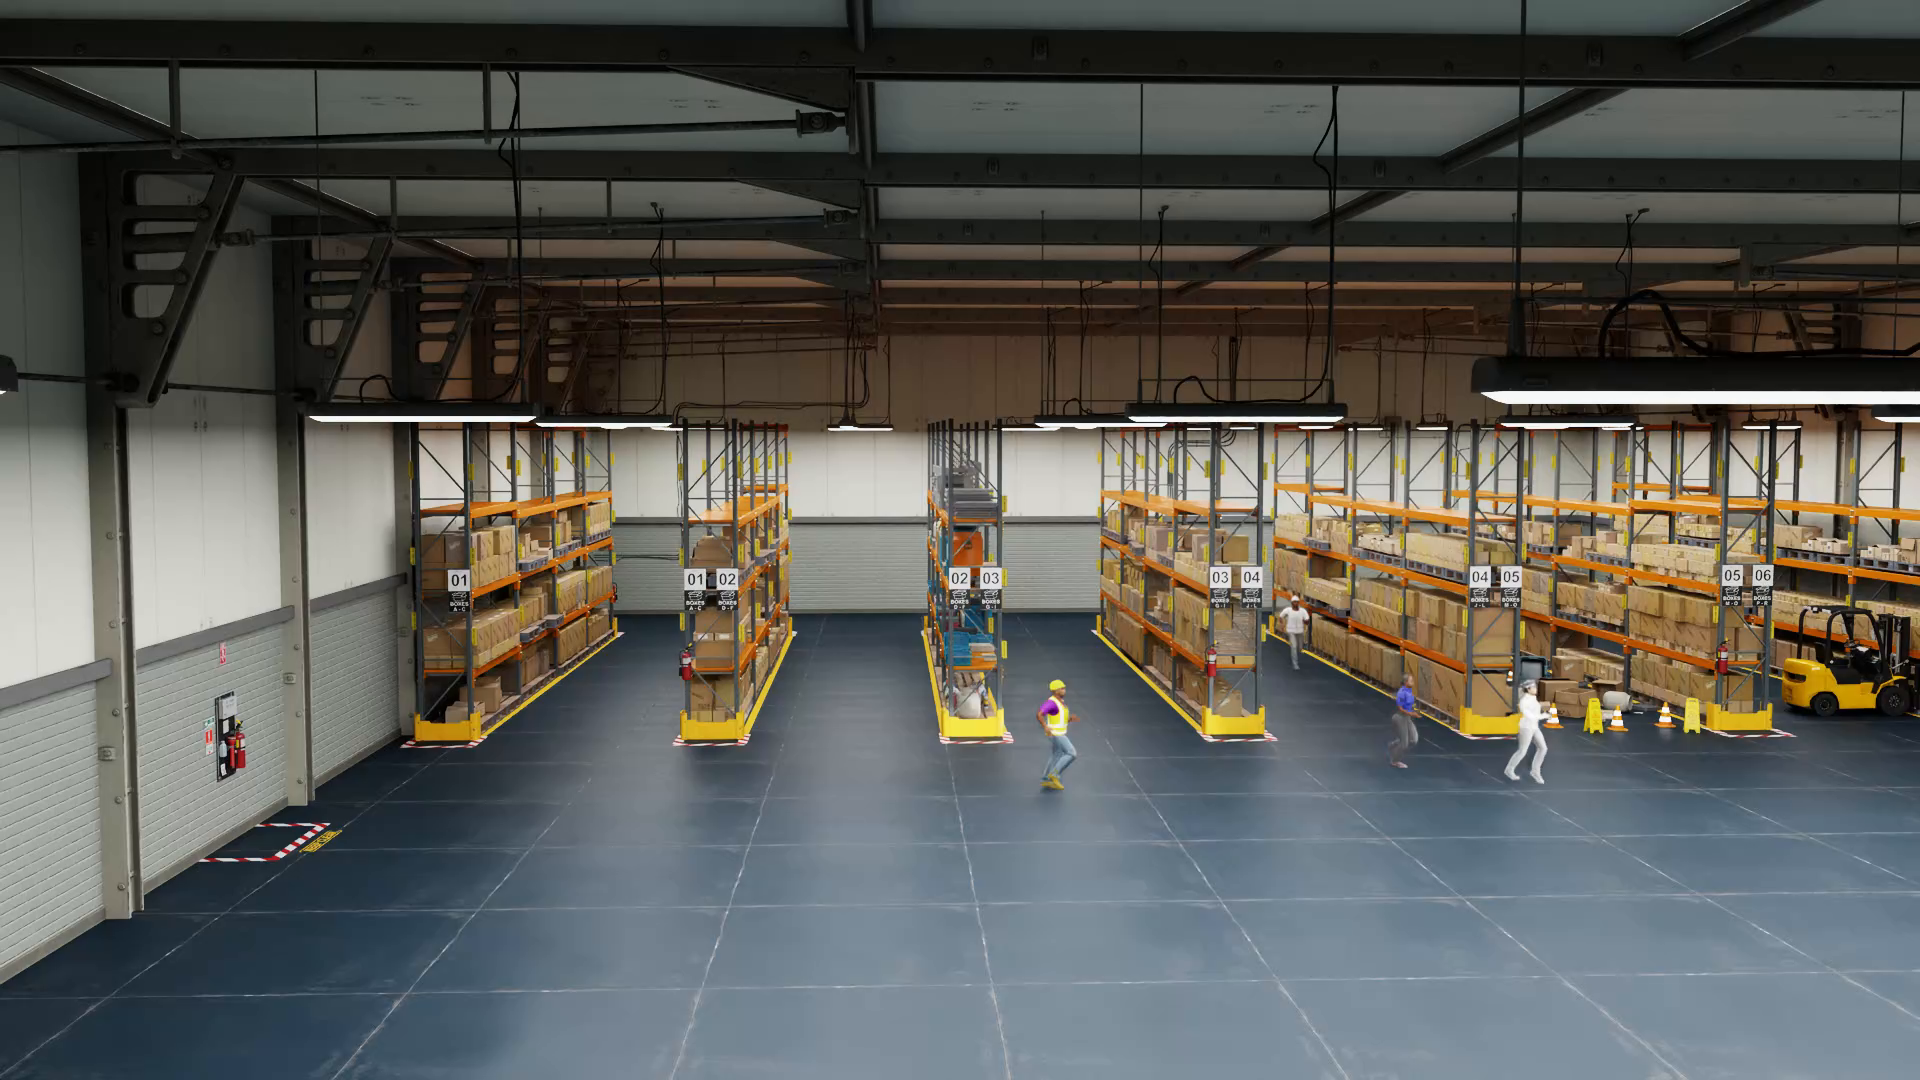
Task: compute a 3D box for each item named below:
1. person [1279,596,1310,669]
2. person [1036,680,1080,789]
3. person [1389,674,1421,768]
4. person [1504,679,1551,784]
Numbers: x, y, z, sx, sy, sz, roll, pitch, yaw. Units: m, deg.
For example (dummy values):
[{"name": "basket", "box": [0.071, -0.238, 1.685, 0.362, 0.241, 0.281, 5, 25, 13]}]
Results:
[{"name": "person", "box": [8.161, 2.240, 40.495, 0.710, 1.747, 0.963, 0, 4, -3]}, {"name": "person", "box": [1.600, 3.127, 26.738, 0.660, 1.737, 0.692, 1, 4, 12]}, {"name": "person", "box": [7.632, 3.100, 28.527, 0.607, 1.618, 0.564, 3, 5, 39]}, {"name": "person", "box": [9.309, 3.134, 27.234, 0.737, 1.755, 0.632, 3, 5, 37]}]
